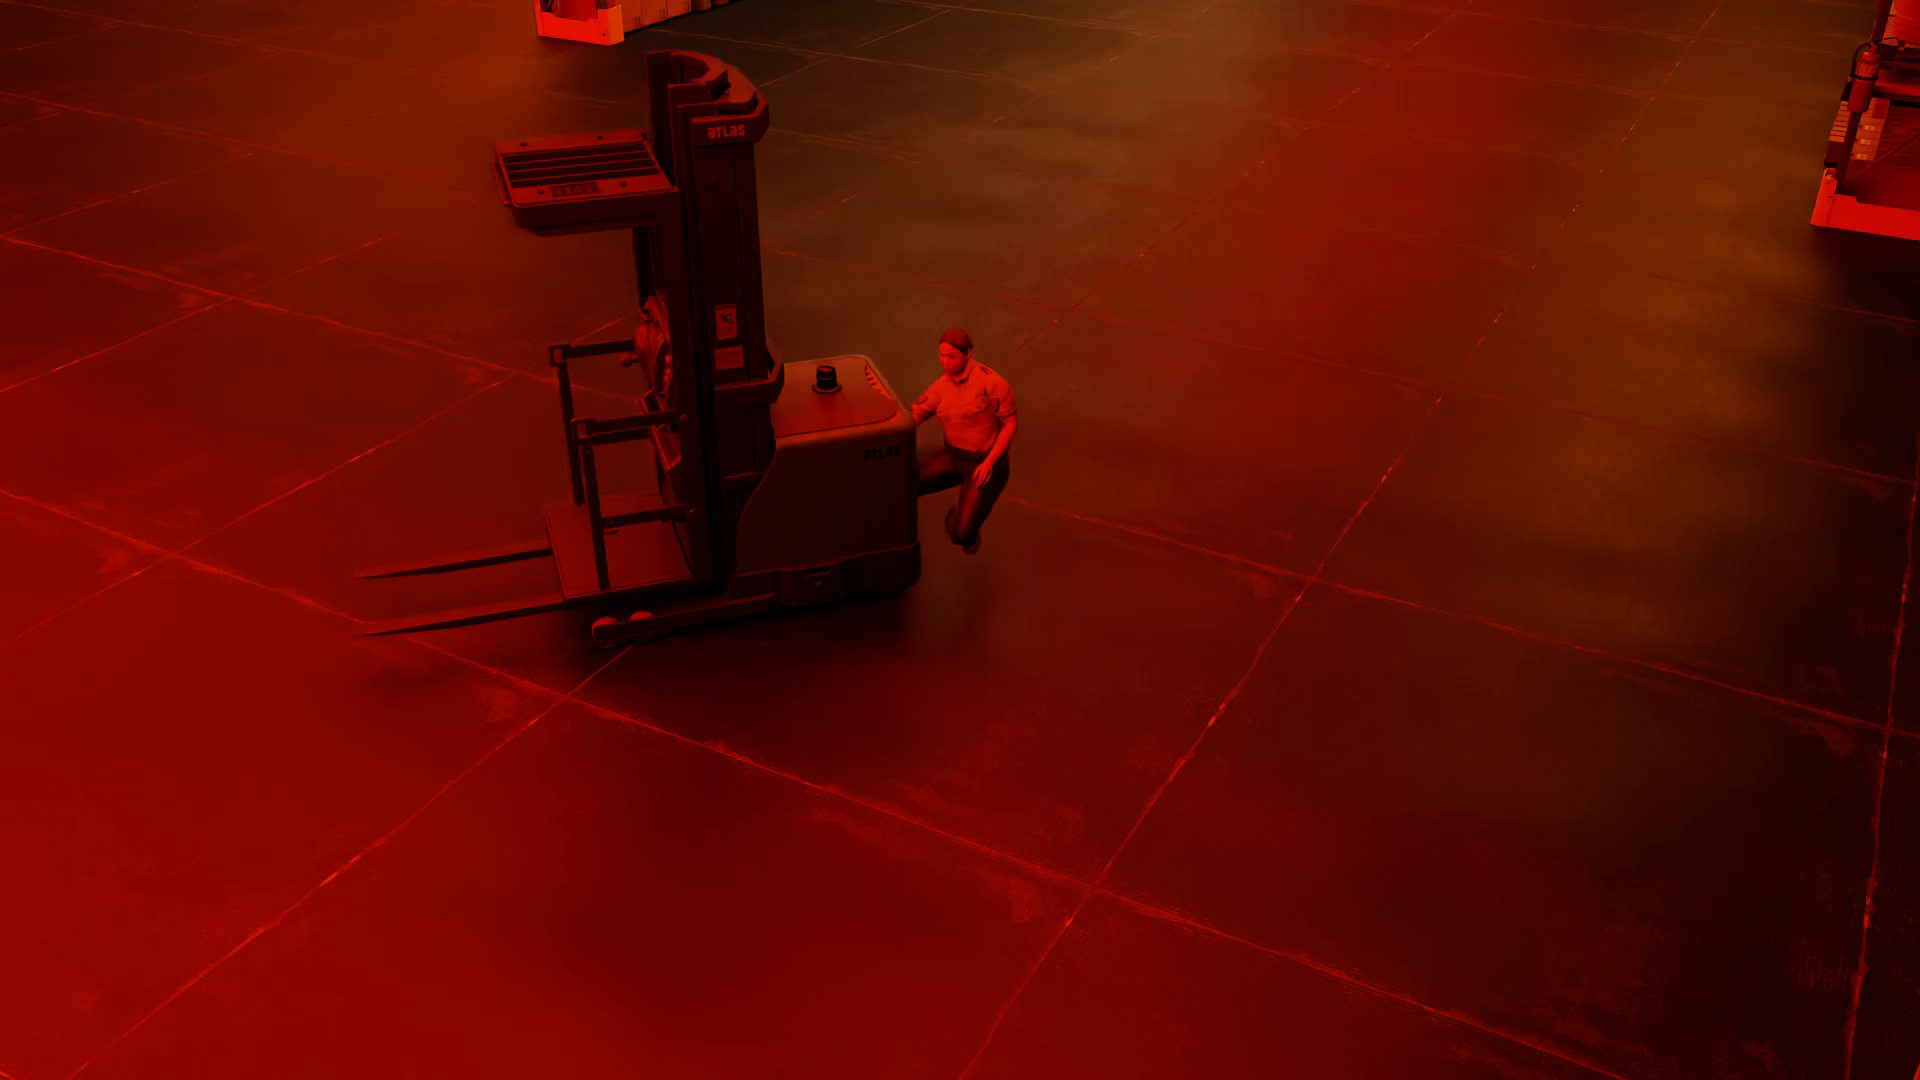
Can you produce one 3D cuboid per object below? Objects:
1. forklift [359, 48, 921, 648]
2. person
[{"bbox_3d":[-1.799,-0.981,8.771,3.031,2.935,1.130,-10,31,-16],"label":"forklift"},{"bbox_3d":[-0.123,-0.468,9.191,0.762,1.402,0.620,23,37,34],"label":"person"}]
